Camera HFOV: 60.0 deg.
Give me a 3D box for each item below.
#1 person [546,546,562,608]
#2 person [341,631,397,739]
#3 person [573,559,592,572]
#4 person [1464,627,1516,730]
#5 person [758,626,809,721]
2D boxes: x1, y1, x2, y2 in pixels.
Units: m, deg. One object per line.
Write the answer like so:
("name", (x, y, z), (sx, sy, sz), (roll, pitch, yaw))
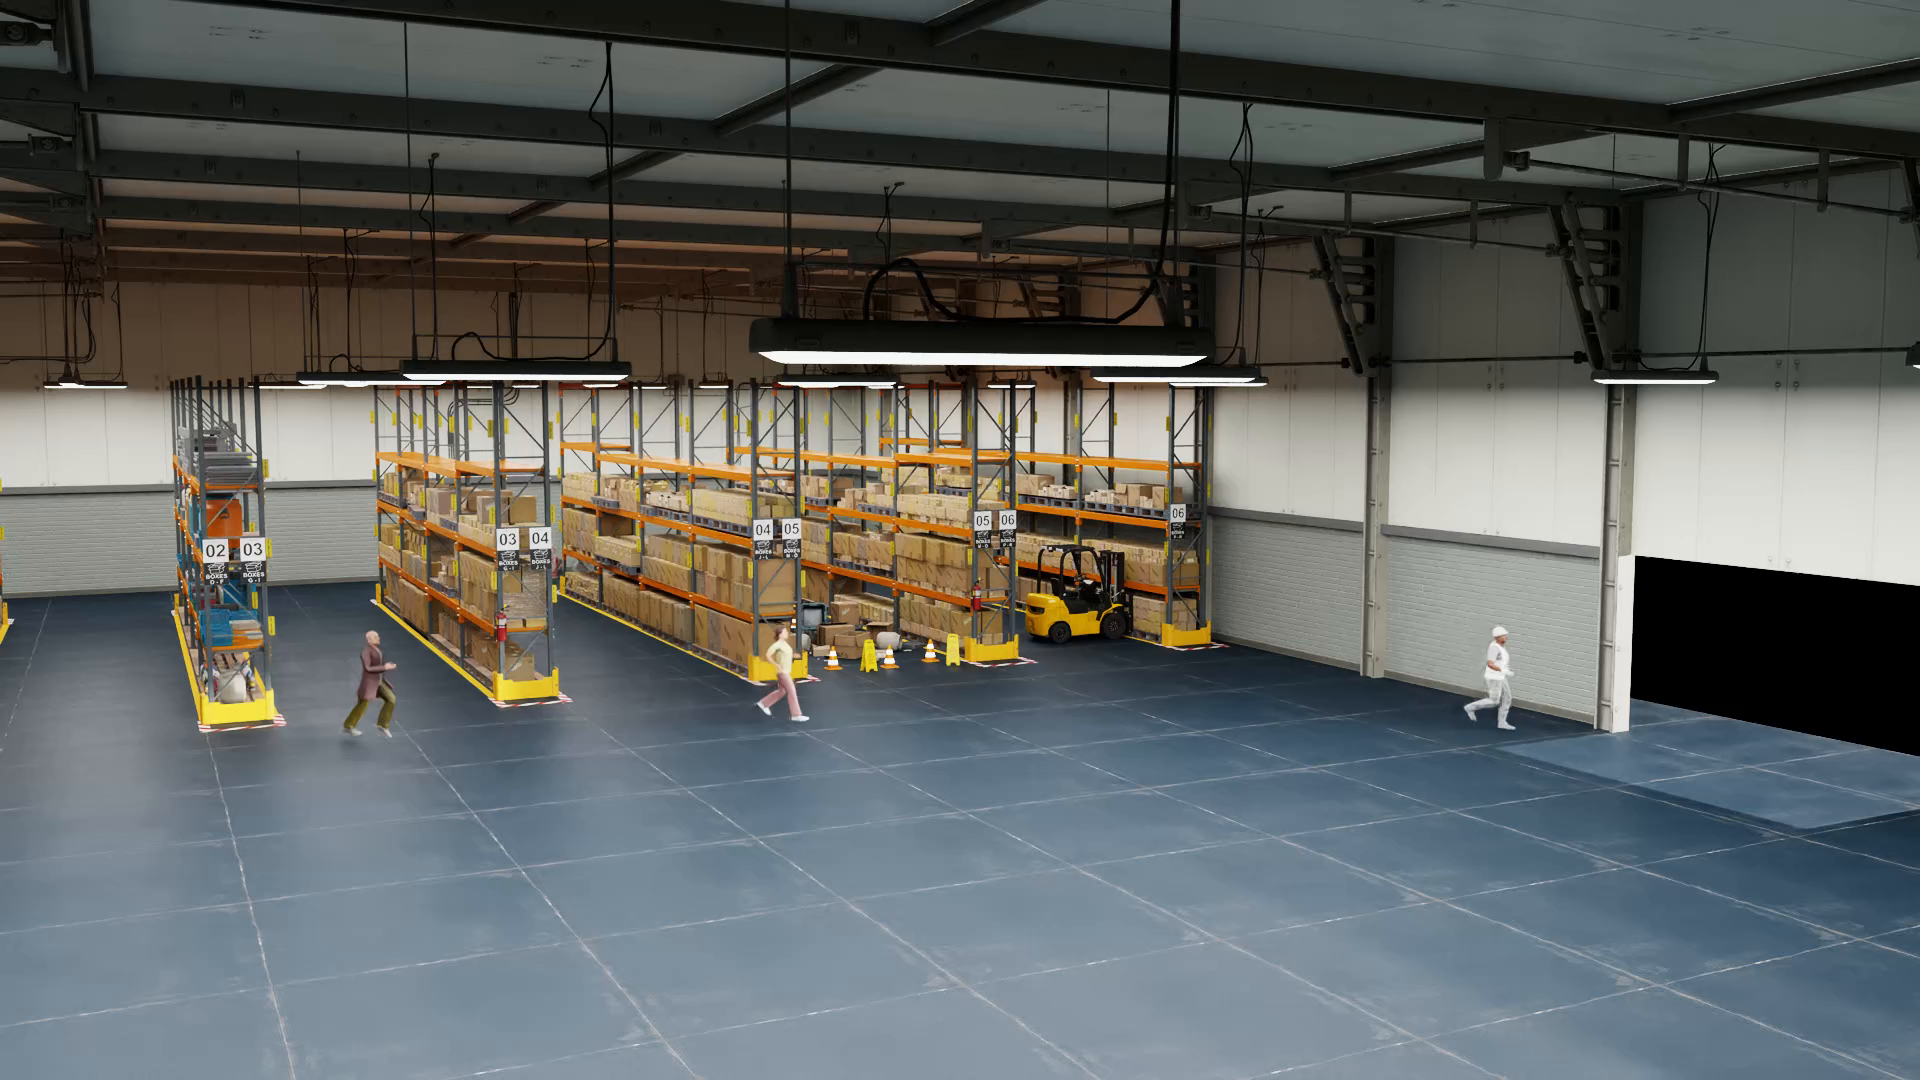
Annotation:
("person", (-10.717, 1.002, 43.471), (0.648, 1.702, 0.782), (-4, 6, -35))
("person", (-9.728, 2.441, 27.481), (0.969, 1.740, 0.727), (1, 5, 9))
("person", (-11.026, 0.554, 48.871), (0.888, 1.695, 0.578), (-3, 6, -34))
("person", (9.036, 2.337, 28.261), (0.857, 1.753, 0.671), (3, 6, 30))
("person", (-3.084, 2.305, 28.893), (0.960, 1.646, 0.581), (1, 5, 12))
